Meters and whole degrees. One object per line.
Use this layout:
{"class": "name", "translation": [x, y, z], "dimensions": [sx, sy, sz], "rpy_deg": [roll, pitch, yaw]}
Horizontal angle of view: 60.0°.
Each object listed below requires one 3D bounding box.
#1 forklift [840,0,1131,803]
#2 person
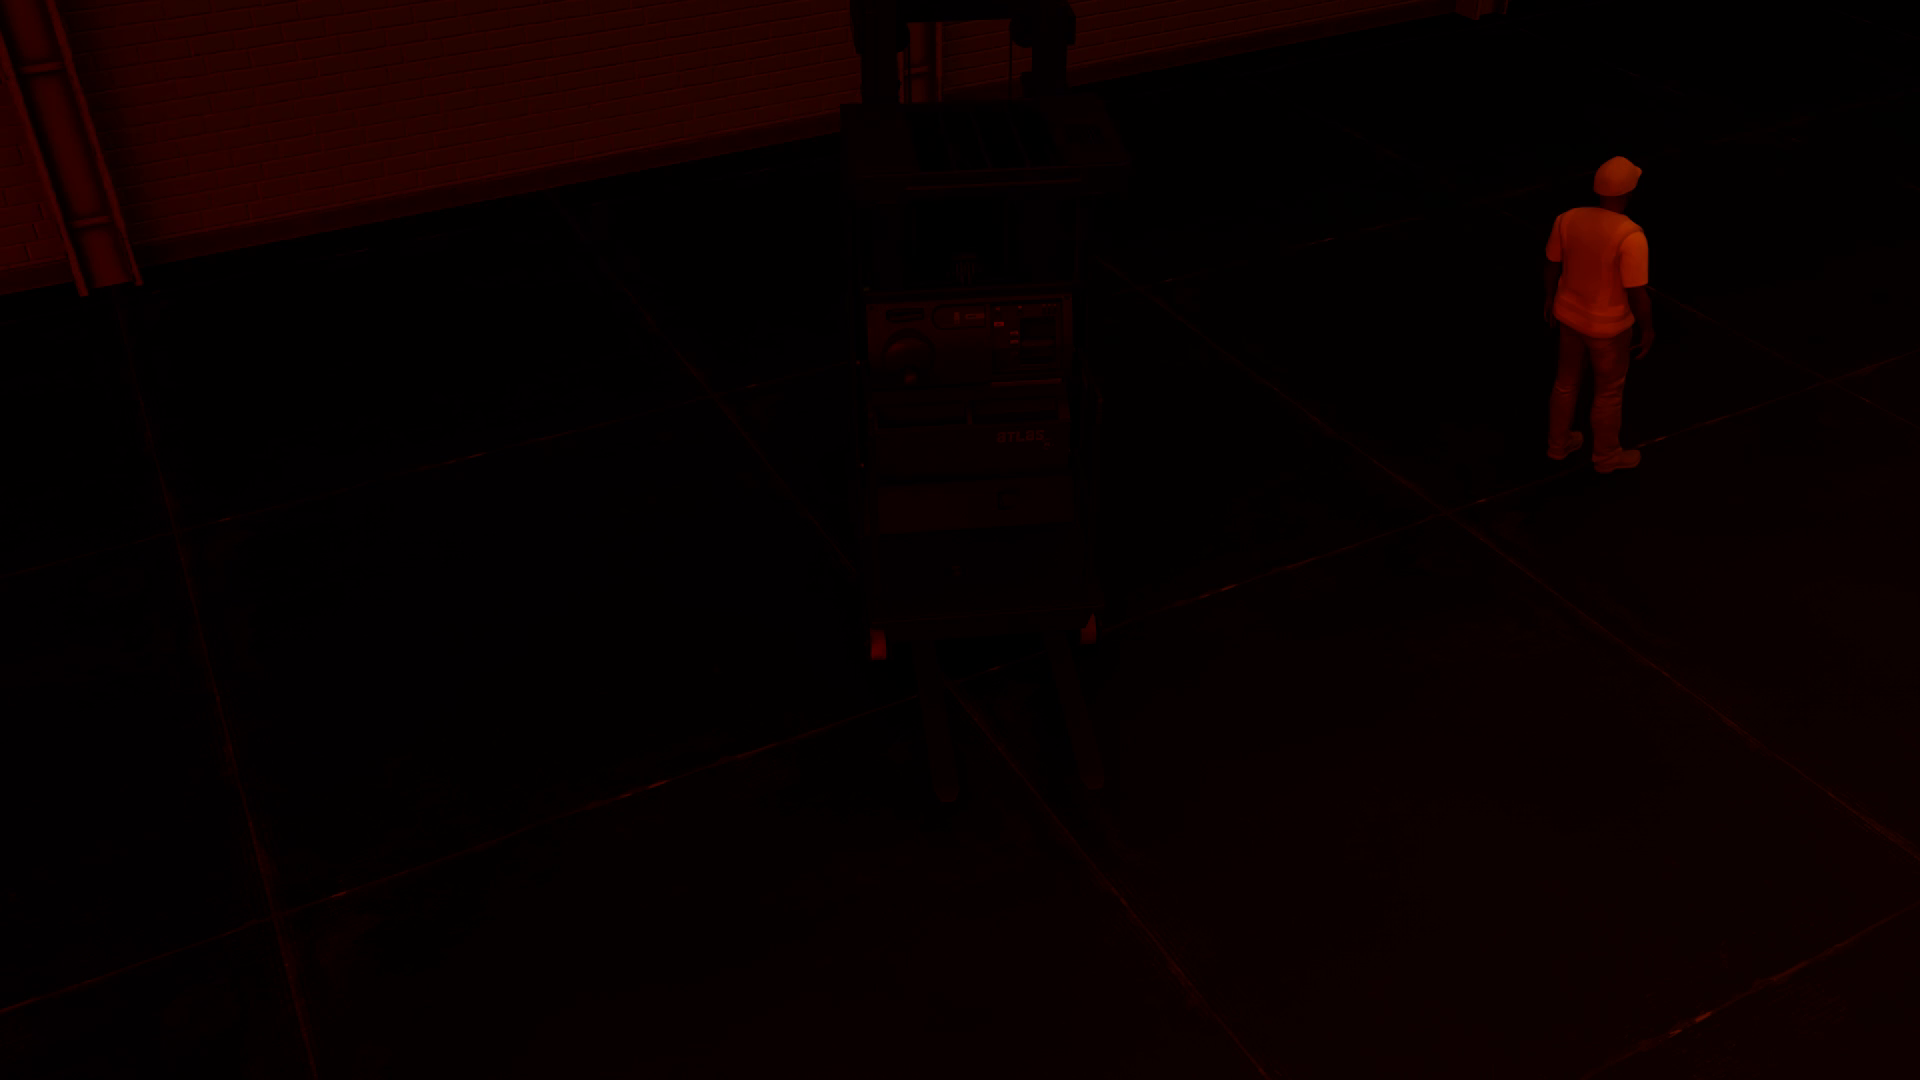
{"class": "forklift", "translation": [0.074, -0.839, 7.310], "dimensions": [1.130, 2.935, 3.031], "rpy_deg": [-4, 35, -6]}
{"class": "person", "translation": [3.412, -1.200, 8.821], "dimensions": [0.566, 1.768, 0.665], "rpy_deg": [-22, 41, -28]}
